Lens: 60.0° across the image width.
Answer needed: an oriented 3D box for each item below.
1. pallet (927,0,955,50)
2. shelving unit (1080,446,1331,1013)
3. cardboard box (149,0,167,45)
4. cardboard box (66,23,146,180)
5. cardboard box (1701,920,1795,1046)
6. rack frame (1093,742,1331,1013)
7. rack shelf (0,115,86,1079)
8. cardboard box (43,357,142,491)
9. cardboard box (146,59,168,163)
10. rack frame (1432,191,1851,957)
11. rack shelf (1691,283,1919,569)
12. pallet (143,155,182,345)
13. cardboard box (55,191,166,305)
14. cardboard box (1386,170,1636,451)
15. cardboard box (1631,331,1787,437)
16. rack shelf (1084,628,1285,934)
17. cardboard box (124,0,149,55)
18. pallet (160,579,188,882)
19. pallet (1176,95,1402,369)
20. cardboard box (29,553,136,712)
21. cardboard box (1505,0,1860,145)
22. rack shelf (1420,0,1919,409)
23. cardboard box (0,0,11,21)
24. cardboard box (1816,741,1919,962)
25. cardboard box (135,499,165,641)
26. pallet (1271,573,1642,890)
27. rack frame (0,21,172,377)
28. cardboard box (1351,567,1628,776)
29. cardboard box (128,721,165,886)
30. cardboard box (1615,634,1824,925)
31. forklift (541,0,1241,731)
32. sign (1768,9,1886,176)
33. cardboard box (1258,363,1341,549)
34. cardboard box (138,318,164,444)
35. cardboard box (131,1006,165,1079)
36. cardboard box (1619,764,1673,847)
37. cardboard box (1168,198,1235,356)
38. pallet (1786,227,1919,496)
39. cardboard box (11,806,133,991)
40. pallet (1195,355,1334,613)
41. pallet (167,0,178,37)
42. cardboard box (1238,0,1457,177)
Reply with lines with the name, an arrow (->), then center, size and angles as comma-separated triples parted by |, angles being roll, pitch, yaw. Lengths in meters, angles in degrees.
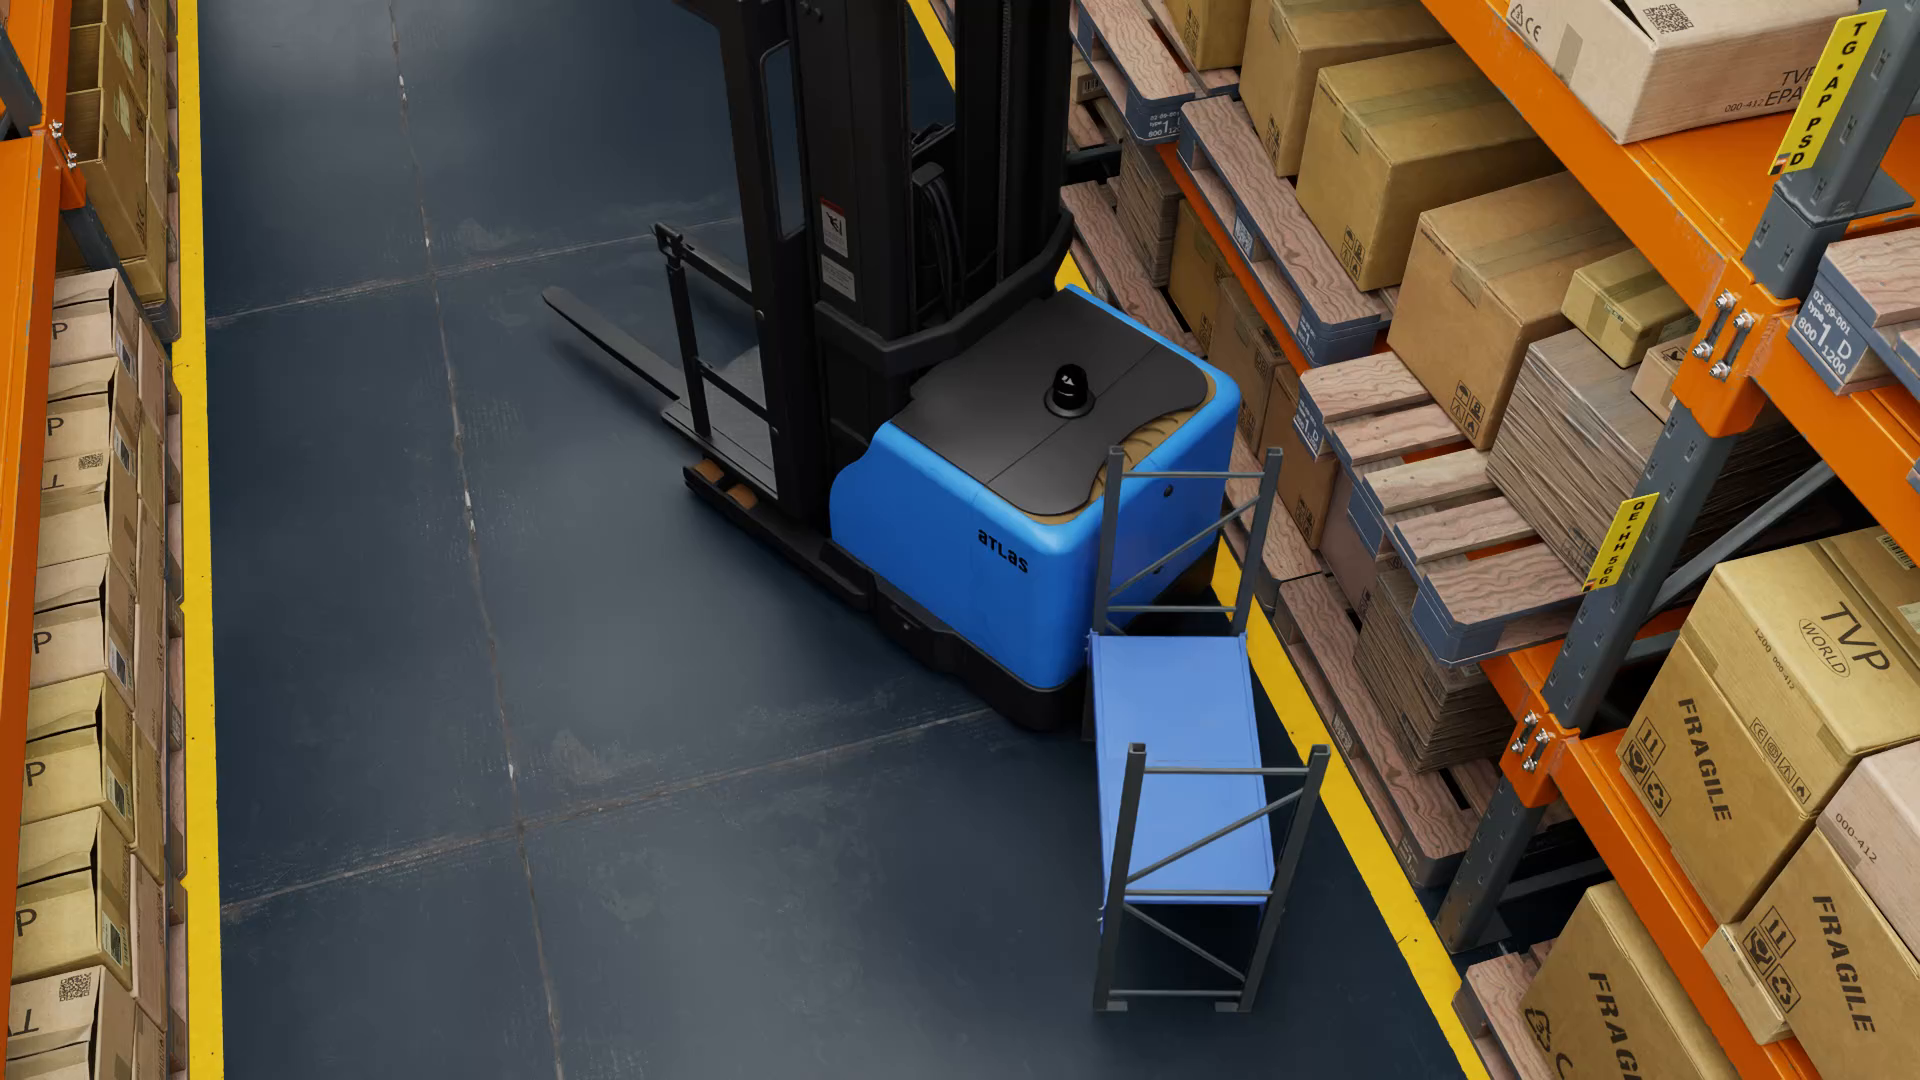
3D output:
pallet -> 0.271, -3.171, 9.075 | 1.003, 0.211, 1.213 | -13, 51, -11
shelving unit -> 0.677, 0.614, 5.041 | 0.538, 1.500, 1.048 | 0, 50, 0
cardboard box -> -4.297, -2.690, 8.369 | 0.500, 0.250, 0.500 | -13, 51, -11
cardboard box -> -3.857, -1.835, 7.158 | 0.500, 0.500, 0.500 | -13, 51, -11
cardboard box -> 1.991, 0.994, 3.891 | 0.380, 0.149, 0.250 | -12, 51, -10
rack frame -> 0.672, 1.002, 4.714 | 0.500, 1.500, 0.032 | 0, 50, 0
rack shelf -> -3.272, 0.121, 4.946 | 1.077, 0.370, 4.000 | -13, 51, -11
cardboard box -> -3.310, -0.392, 6.065 | 0.500, 0.311, 0.500 | -12, 51, -10
cardboard box -> -3.997, -1.961, 7.755 | 0.500, 0.250, 0.500 | -13, 51, -11
rack frame -> 2.051, 0.227, 4.386 | 1.000, 3.000, 0.127 | -13, 51, -11
rack shelf -> 2.642, 0.953, 2.283 | 1.077, 0.370, 4.000 | -13, 51, -11
pallet -> -4.059, -1.263, 7.467 | 1.003, 0.211, 1.213 | -13, 51, -11
cardboard box -> -3.711, -1.228, 7.137 | 0.500, 0.250, 0.500 | -13, 51, -11
cardboard box -> 1.711, -0.690, 4.806 | 0.700, 0.500, 0.500 | -18, 52, -14
cardboard box -> 1.920, -0.401, 4.139 | 0.380, 0.149, 0.250 | -19, 53, -16
rack shelf -> 0.677, 0.730, 5.179 | 0.538, 0.185, 1.000 | 0, 50, 0
cardboard box -> -4.147, -2.567, 7.775 | 0.500, 0.500, 0.500 | -13, 51, -11
pallet -> -3.244, 0.749, 5.770 | 1.003, 0.211, 1.213 | -13, 51, -11
pallet -> 1.426, -1.148, 5.671 | 1.003, 0.211, 1.213 | -13, 51, -11
cardboard box -> -3.019, 0.341, 5.447 | 0.500, 0.311, 0.500 | -14, 51, -11
cardboard box -> 1.580, -1.182, 3.658 | 0.500, 0.311, 0.500 | -13, 51, -11
rack shelf -> 1.459, -1.969, 4.746 | 1.077, 0.370, 4.000 | -13, 51, -11
cardboard box -> -4.163, -2.310, 6.460 | 0.700, 0.500, 0.500 | -14, 51, -11
cardboard box -> 2.098, 0.633, 3.281 | 0.500, 0.250, 0.500 | -14, 51, -11
cardboard box -> -3.164, 0.160, 5.967 | 0.500, 0.250, 0.500 | -12, 51, -10
pallet -> 1.821, 0.555, 5.934 | 1.003, 0.211, 1.213 | -13, 51, -11
rack frame -> -3.863, -1.572, 5.903 | 1.000, 3.000, 0.127 | -13, 51, -11
cardboard box -> 1.788, 0.377, 5.607 | 0.700, 0.500, 0.500 | -13, 51, -10
cardboard box -> -2.864, 0.906, 5.337 | 0.500, 0.250, 0.500 | -15, 51, -12
cardboard box -> 1.950, 0.505, 3.879 | 0.500, 0.500, 0.500 | -12, 51, -10
forklift -> -0.461, -1.269, 5.692 | 3.031, 2.935, 1.130 | 35, 58, 26
sign -> 1.532, -0.785, 2.940 | 0.100, 0.325, 0.005 | -13, 51, -11
cardboard box -> 1.573, -0.382, 6.247 | 0.700, 0.500, 0.500 | -14, 51, -11
cardboard box -> -3.464, -0.584, 6.593 | 0.500, 0.250, 0.500 | -14, 51, -11
cardboard box -> -2.555, 1.652, 4.709 | 0.500, 0.250, 0.500 | -13, 51, -11
cardboard box -> 1.927, 0.594, 4.228 | 0.380, 0.149, 0.250 | -14, 51, -12
cardboard box -> 1.302, -1.131, 6.878 | 0.700, 0.500, 0.500 | -14, 51, -12
pallet -> 2.292, -0.221, 2.926 | 1.213, 0.211, 1.003 | -11, 51, -9
cardboard box -> -2.718, 1.089, 4.817 | 0.500, 0.311, 0.500 | -14, 51, -12
pallet -> 1.464, -0.335, 6.684 | 1.003, 0.211, 1.213 | -13, 51, -11
pallet -> -4.780, -3.045, 8.969 | 1.003, 0.211, 1.213 | -13, 51, -11
cardboard box -> 1.369, -1.606, 5.578 | 0.700, 0.500, 0.500 | -7, 50, -6
